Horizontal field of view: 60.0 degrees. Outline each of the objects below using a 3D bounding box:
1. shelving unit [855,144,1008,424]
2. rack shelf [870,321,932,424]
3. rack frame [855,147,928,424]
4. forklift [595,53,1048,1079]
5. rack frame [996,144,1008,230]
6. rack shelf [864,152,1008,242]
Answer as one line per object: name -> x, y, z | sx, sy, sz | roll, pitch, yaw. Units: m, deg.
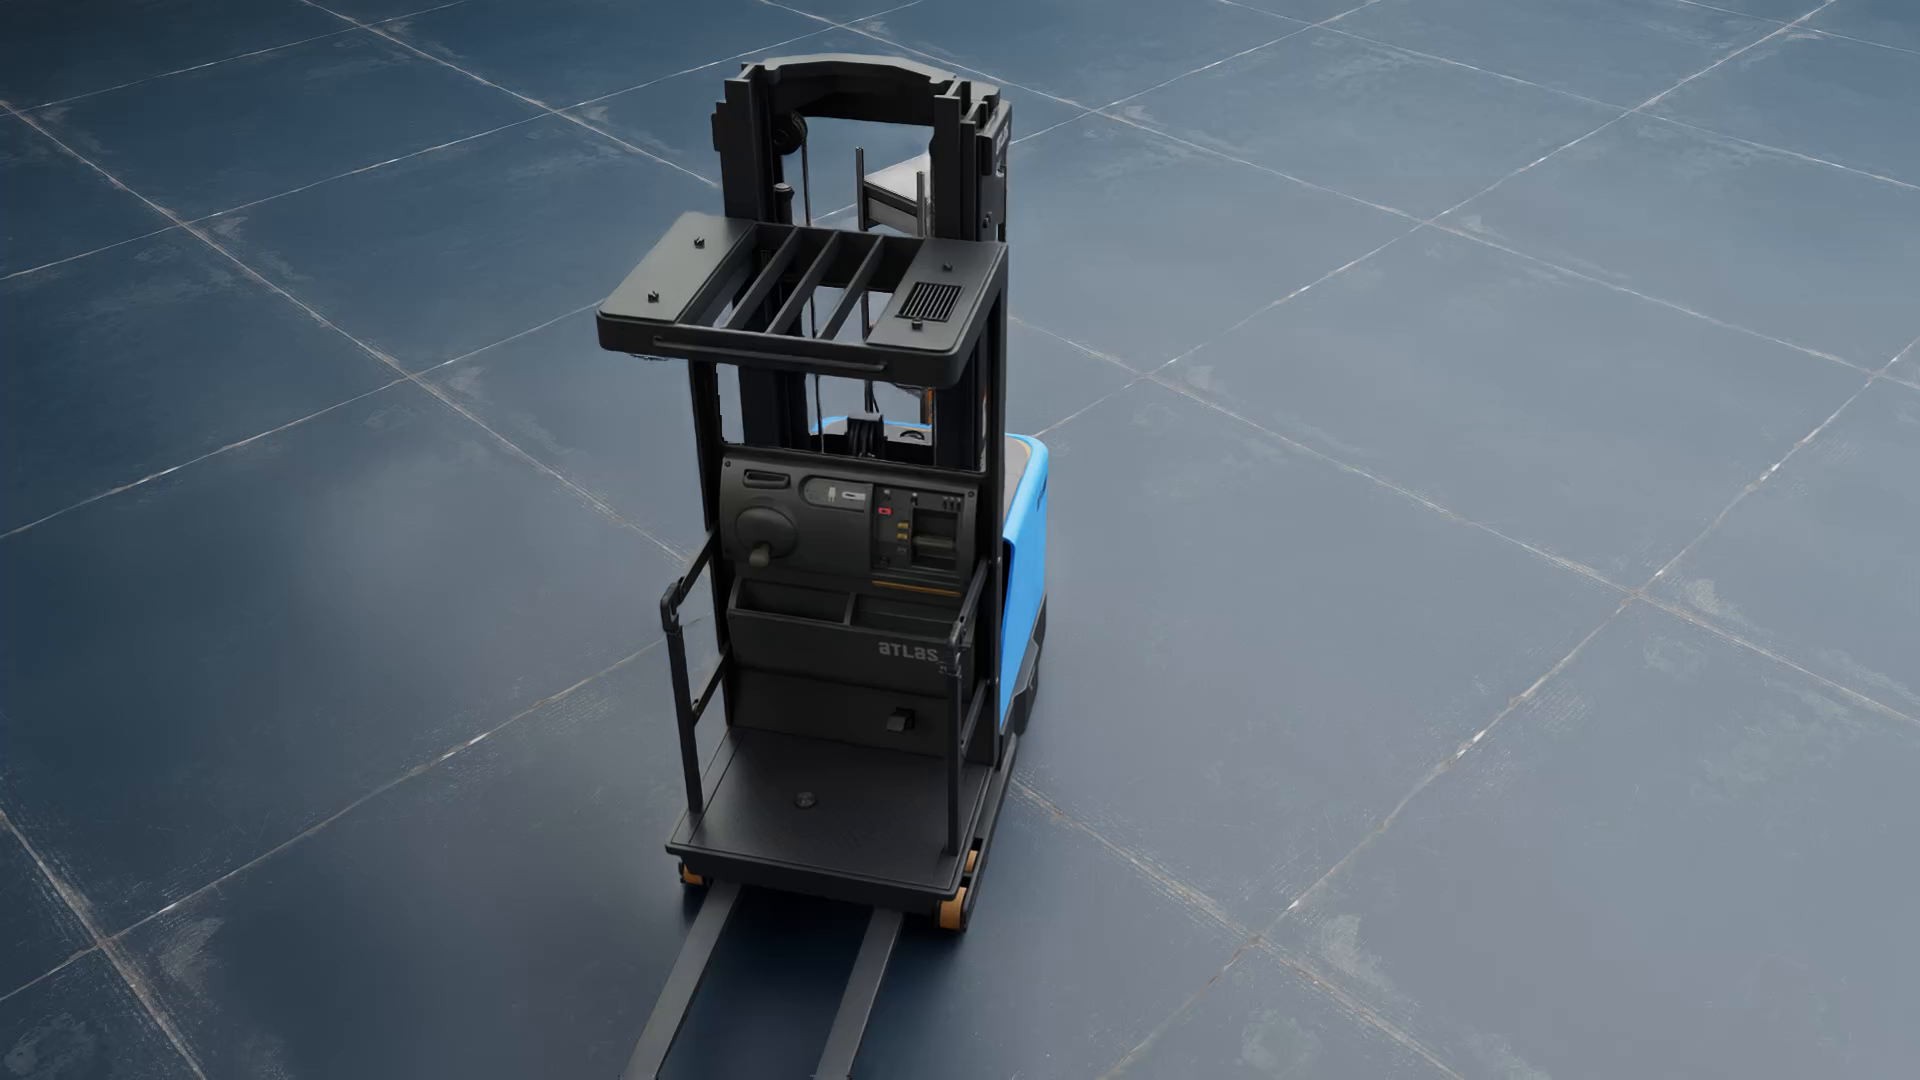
shelving unit -> -0.117, -0.794, 7.553 | 0.431, 2.100, 0.503 | 30, 45, 35
rack shelf -> -0.117, -0.783, 7.561 | 0.431, 0.518, 0.480 | 30, 45, 35
rack frame -> -0.289, -0.695, 7.411 | 0.400, 2.100, 0.015 | 30, 45, 35
forklift -> -0.443, 0.005, 5.681 | 1.130, 2.935, 3.031 | 7, 36, 11
rack frame -> 0.055, -0.893, 7.695 | 0.400, 2.100, 0.015 | 30, 45, 35
rack shelf -> -0.117, -1.357, 7.160 | 0.431, 0.518, 0.480 | 30, 45, 35
